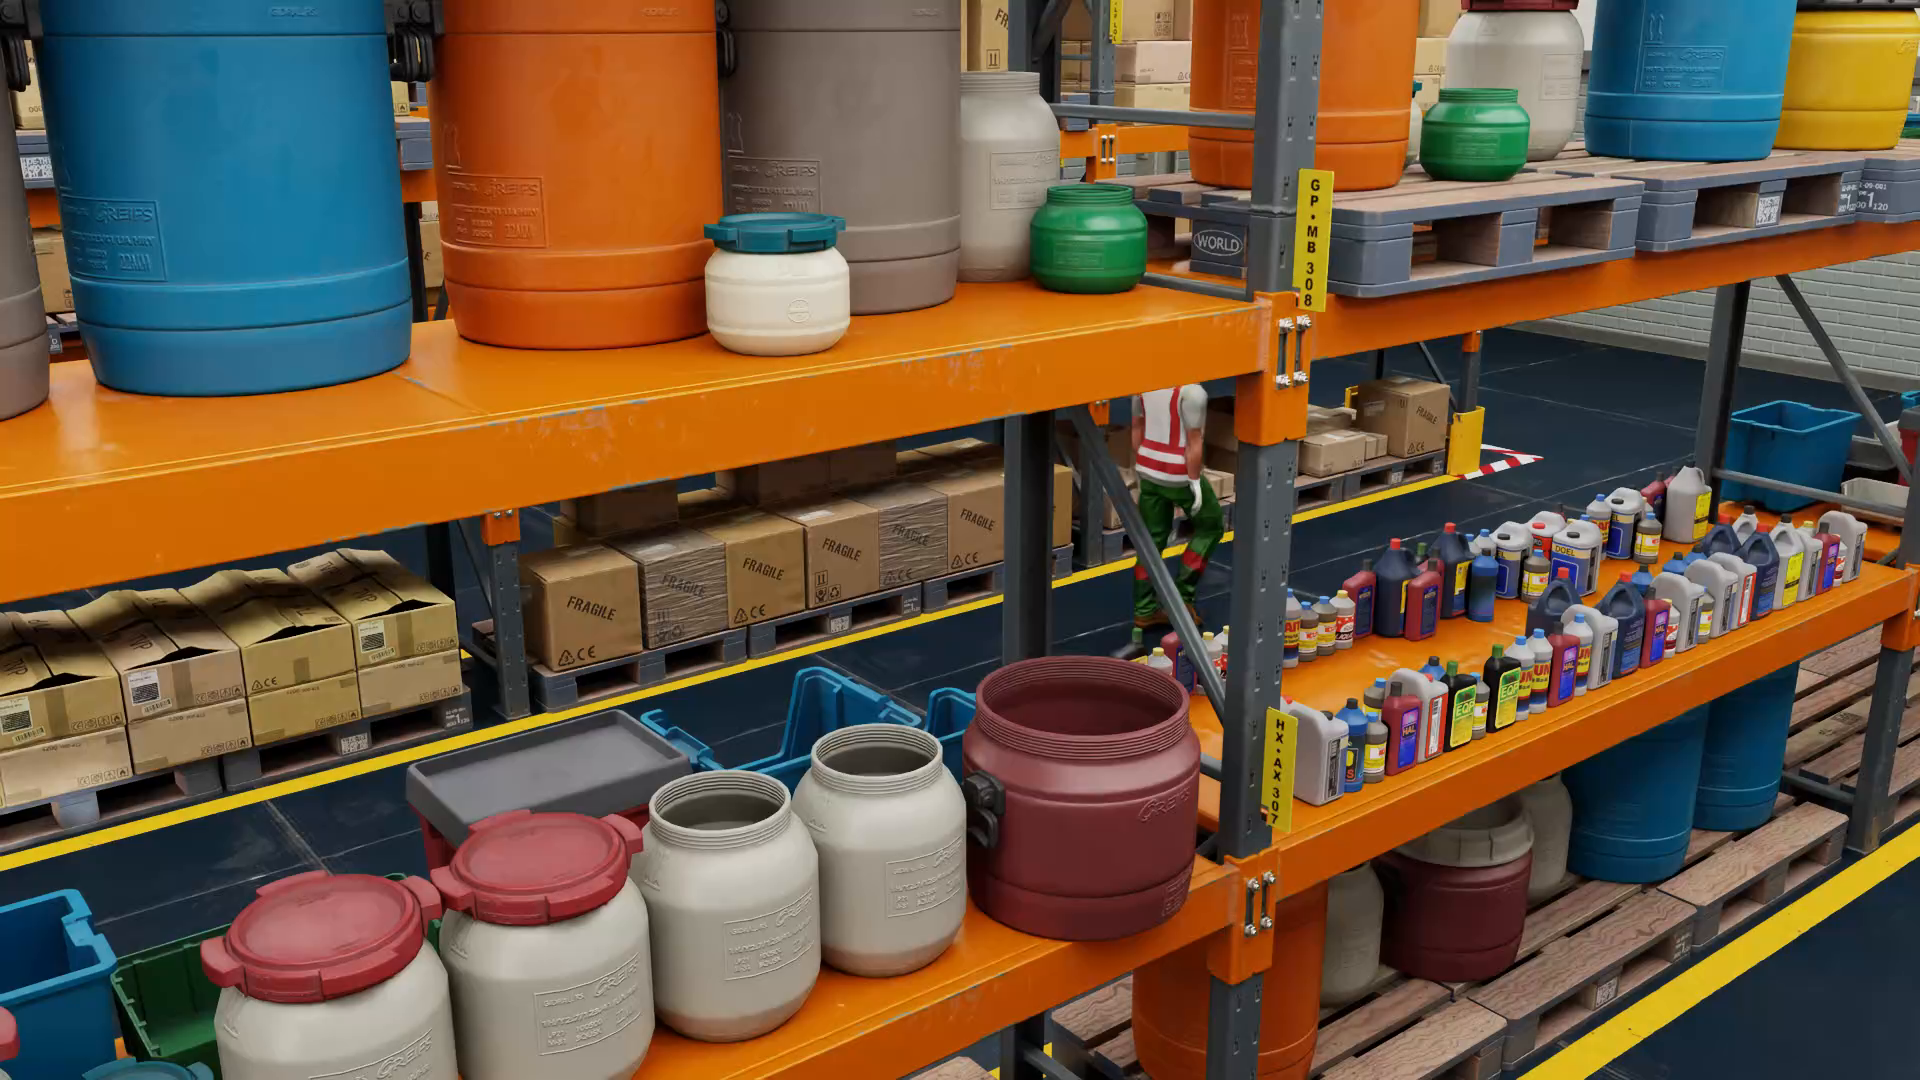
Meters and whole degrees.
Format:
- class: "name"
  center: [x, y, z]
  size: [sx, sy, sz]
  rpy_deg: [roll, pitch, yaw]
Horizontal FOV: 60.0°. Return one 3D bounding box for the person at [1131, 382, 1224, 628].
- class: "person"
  center: [1.240, -0.355, 9.598]
  size: [0.504, 1.819, 0.590]
  rpy_deg: [-15, 23, -39]
